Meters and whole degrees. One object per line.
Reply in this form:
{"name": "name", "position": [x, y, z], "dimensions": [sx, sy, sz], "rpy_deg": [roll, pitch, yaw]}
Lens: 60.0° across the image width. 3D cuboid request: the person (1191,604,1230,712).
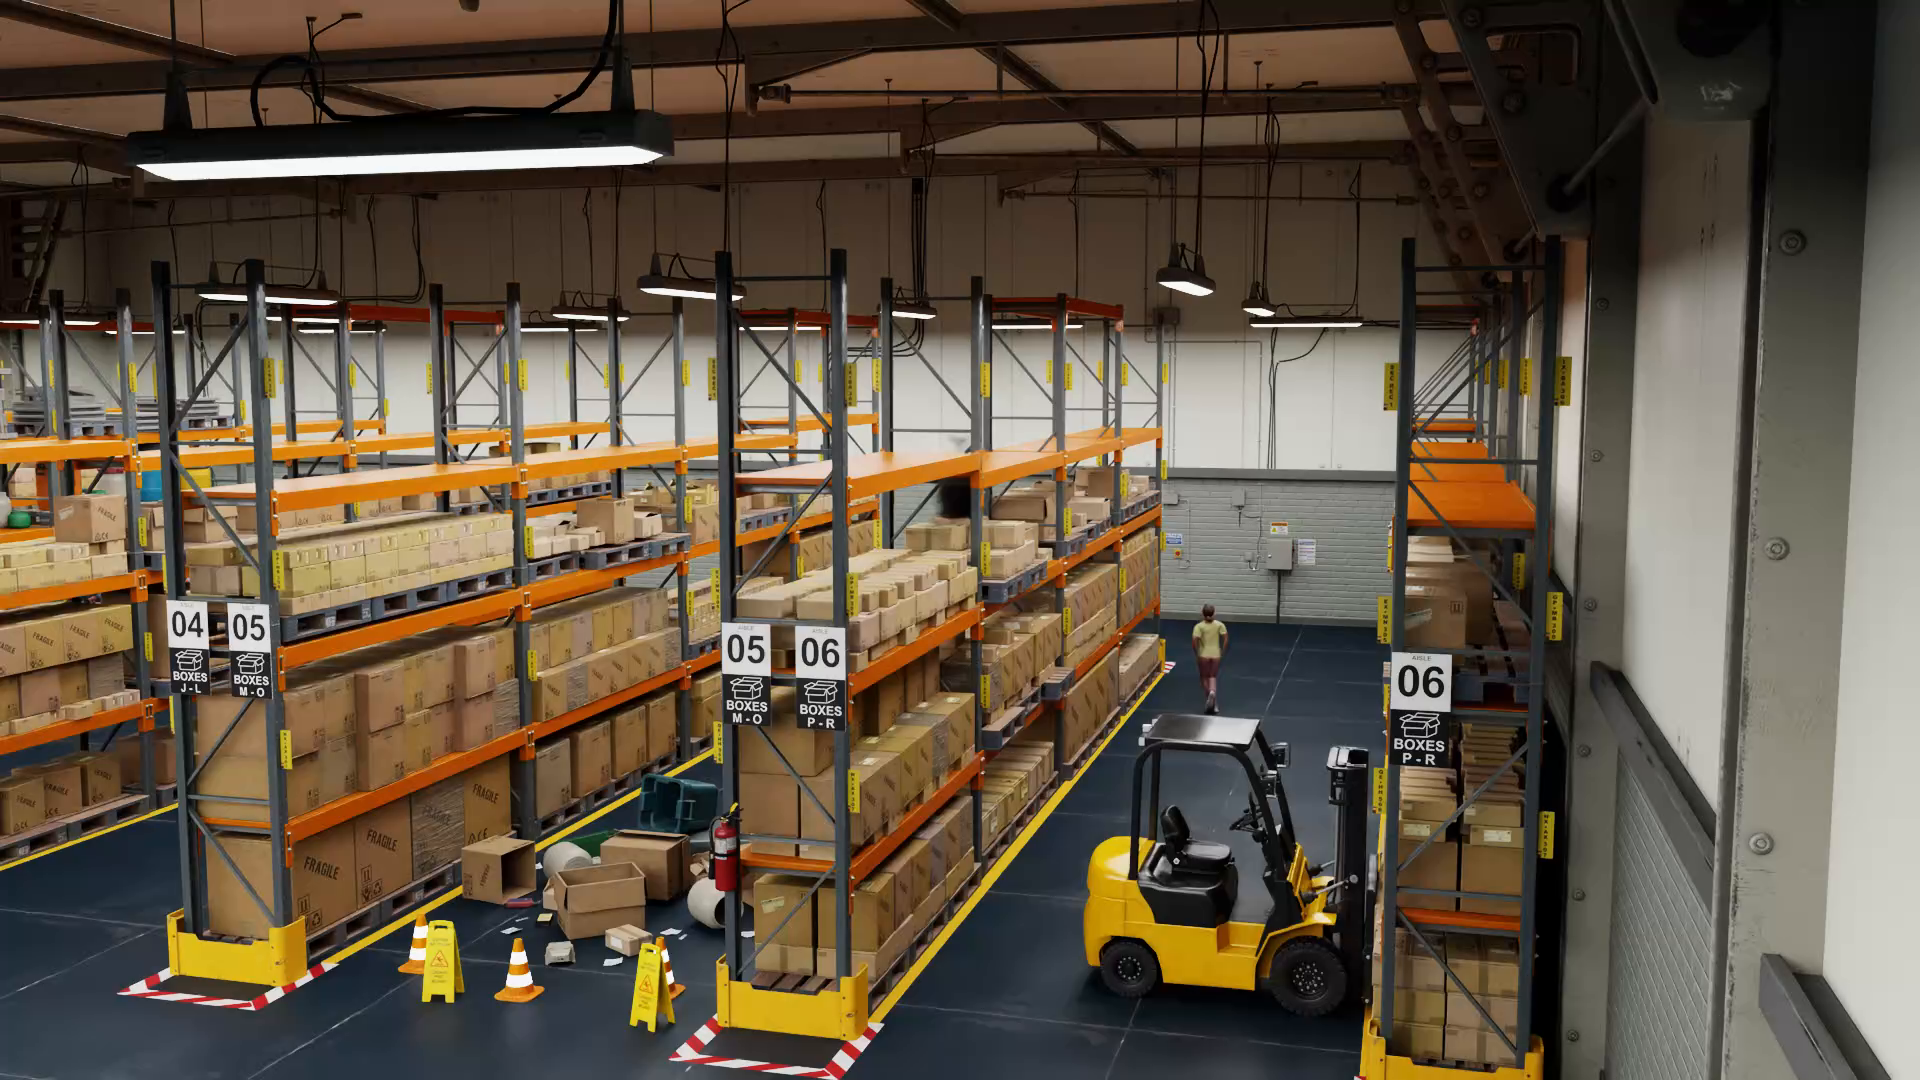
{"name": "person", "position": [3.713, 1.764, 24.684], "dimensions": [0.579, 1.611, 0.549], "rpy_deg": [0, 6, -3]}
